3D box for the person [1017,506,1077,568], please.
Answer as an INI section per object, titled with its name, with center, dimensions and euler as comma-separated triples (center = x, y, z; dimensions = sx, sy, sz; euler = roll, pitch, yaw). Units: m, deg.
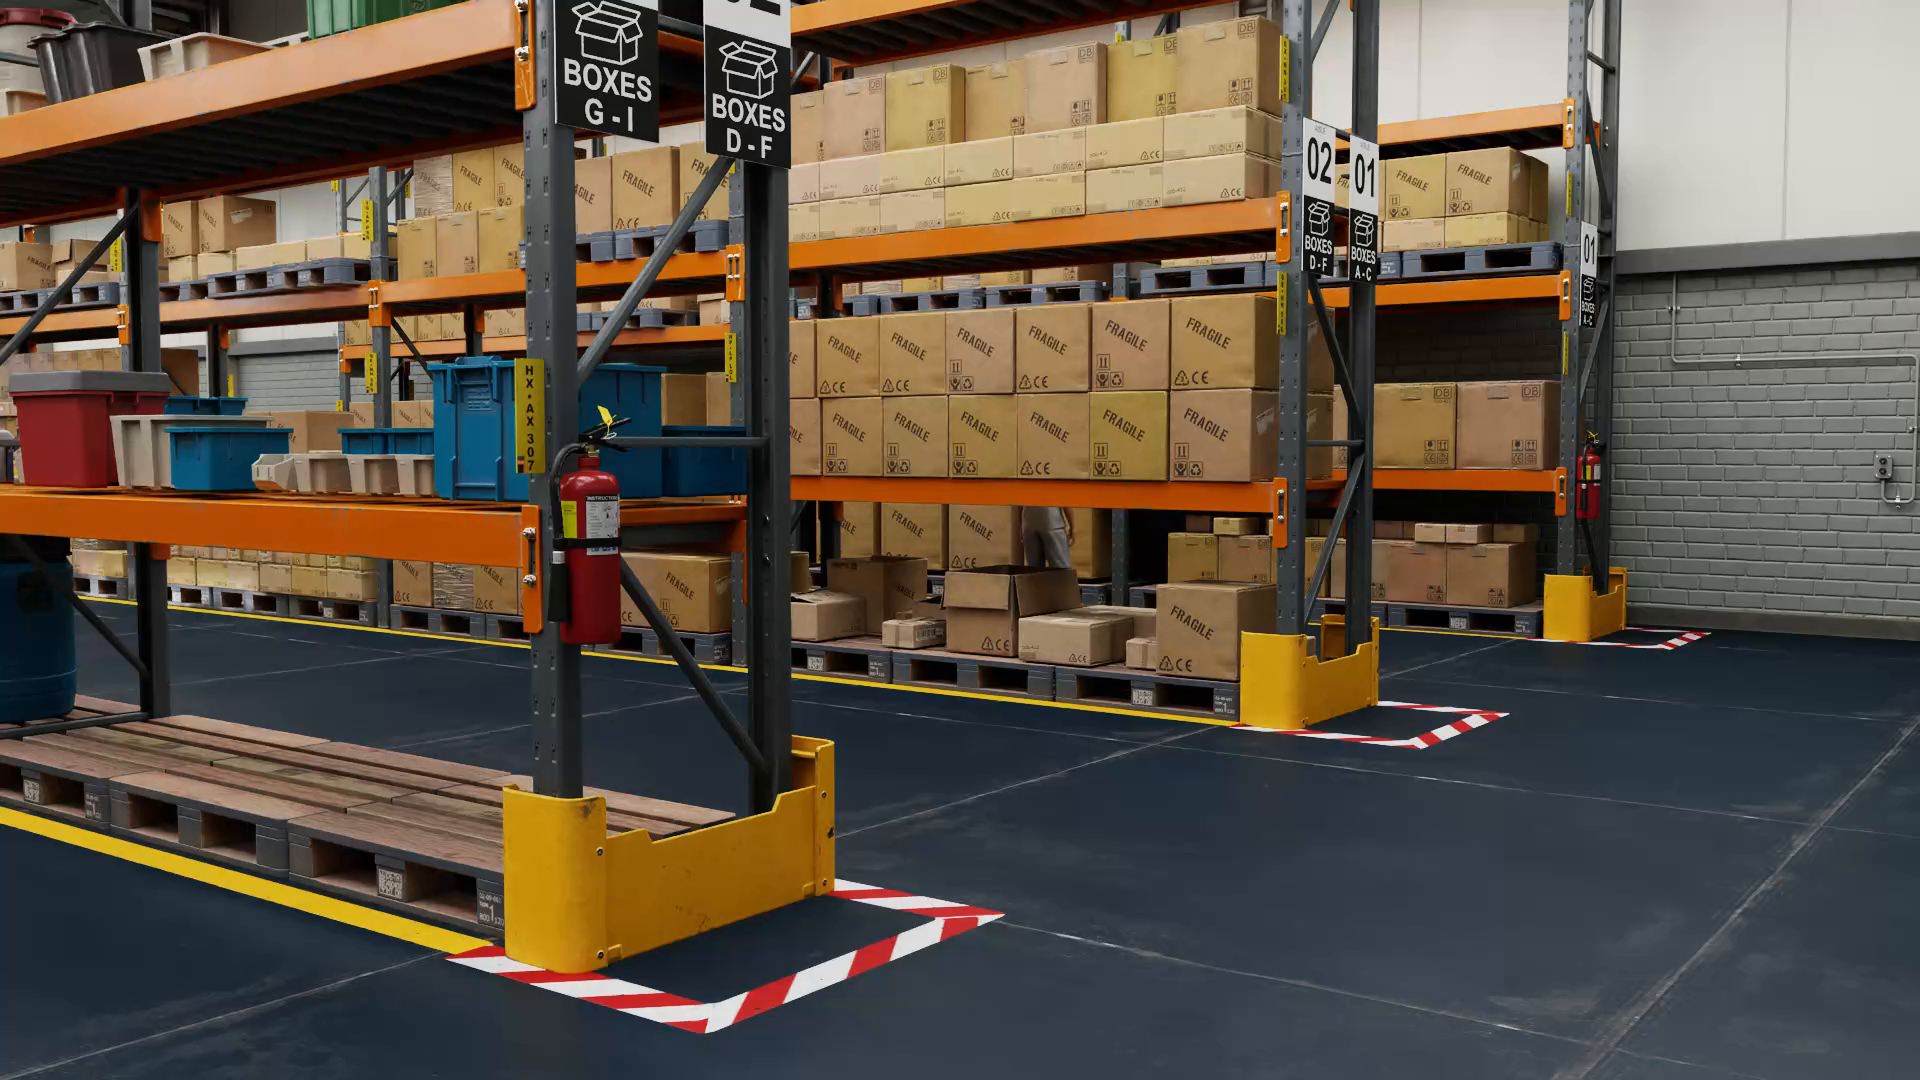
[person]
center = 0.669, -0.070, 12.838
dimensions = 0.508, 1.673, 0.354
euler = 2, 4, 34
